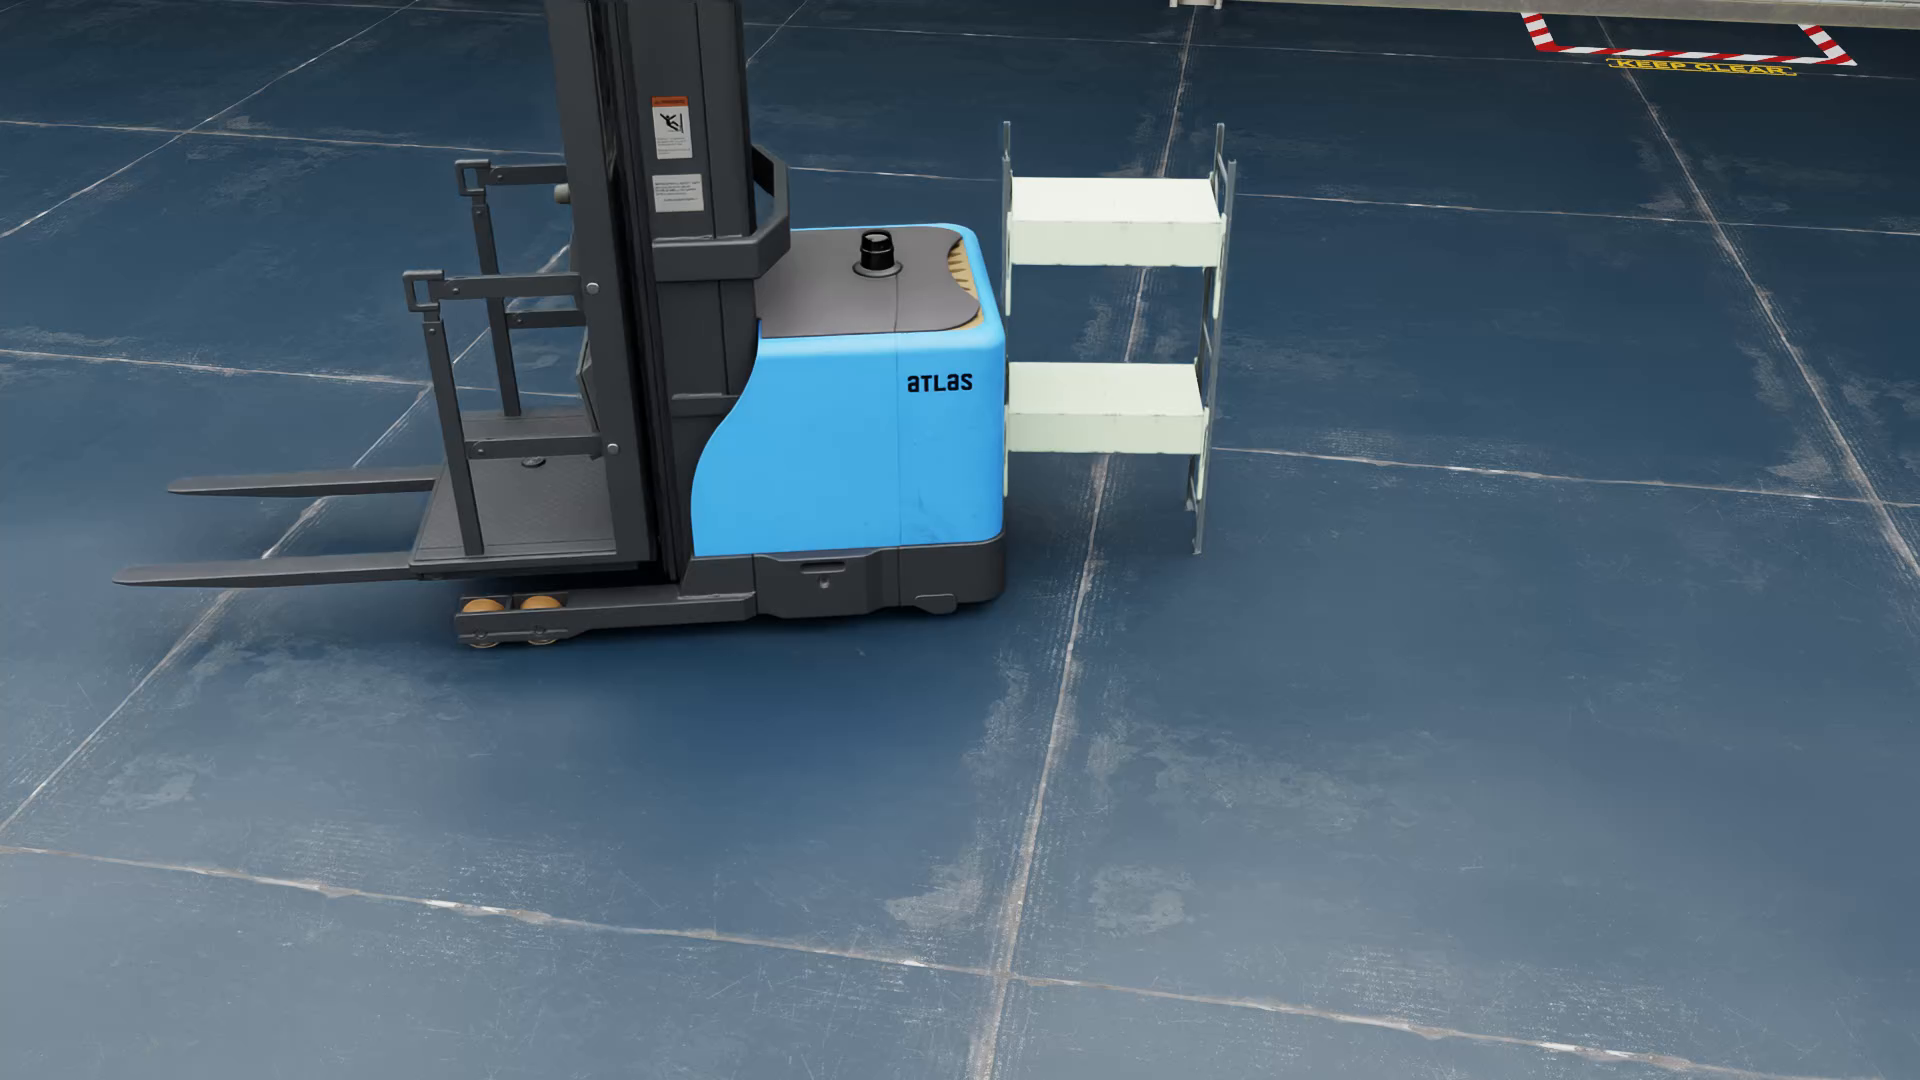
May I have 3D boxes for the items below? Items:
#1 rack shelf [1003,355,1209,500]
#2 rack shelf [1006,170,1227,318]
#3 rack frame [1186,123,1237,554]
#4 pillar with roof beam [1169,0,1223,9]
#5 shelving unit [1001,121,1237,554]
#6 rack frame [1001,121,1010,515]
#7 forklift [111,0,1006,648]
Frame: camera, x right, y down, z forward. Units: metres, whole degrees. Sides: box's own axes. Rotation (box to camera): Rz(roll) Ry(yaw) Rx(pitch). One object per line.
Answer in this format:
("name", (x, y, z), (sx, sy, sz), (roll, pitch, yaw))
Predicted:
("rack shelf", (0.522, -0.418, 6.119), (0.720, 0.370, 0.431), (1, 32, 1))
("rack shelf", (0.522, -1.025, 5.739), (0.720, 0.370, 0.431), (1, 32, 1))
("rack frame", (0.888, -0.689, 5.937), (0.023, 1.500, 0.400), (1, 32, 1))
("pillar with roof beam", (1.112, -5.736, 6.932), (0.400, 9.000, 9.100), (5, 32, 8))
("shelving unit", (0.522, -0.694, 5.946), (0.755, 1.500, 0.431), (1, 32, 1))
("rack frame", (0.156, -0.700, 5.954), (0.023, 1.500, 0.400), (1, 32, 1))
("forklift", (-1.390, -1.169, 5.356), (3.031, 2.935, 1.130), (-3, 32, -5))
